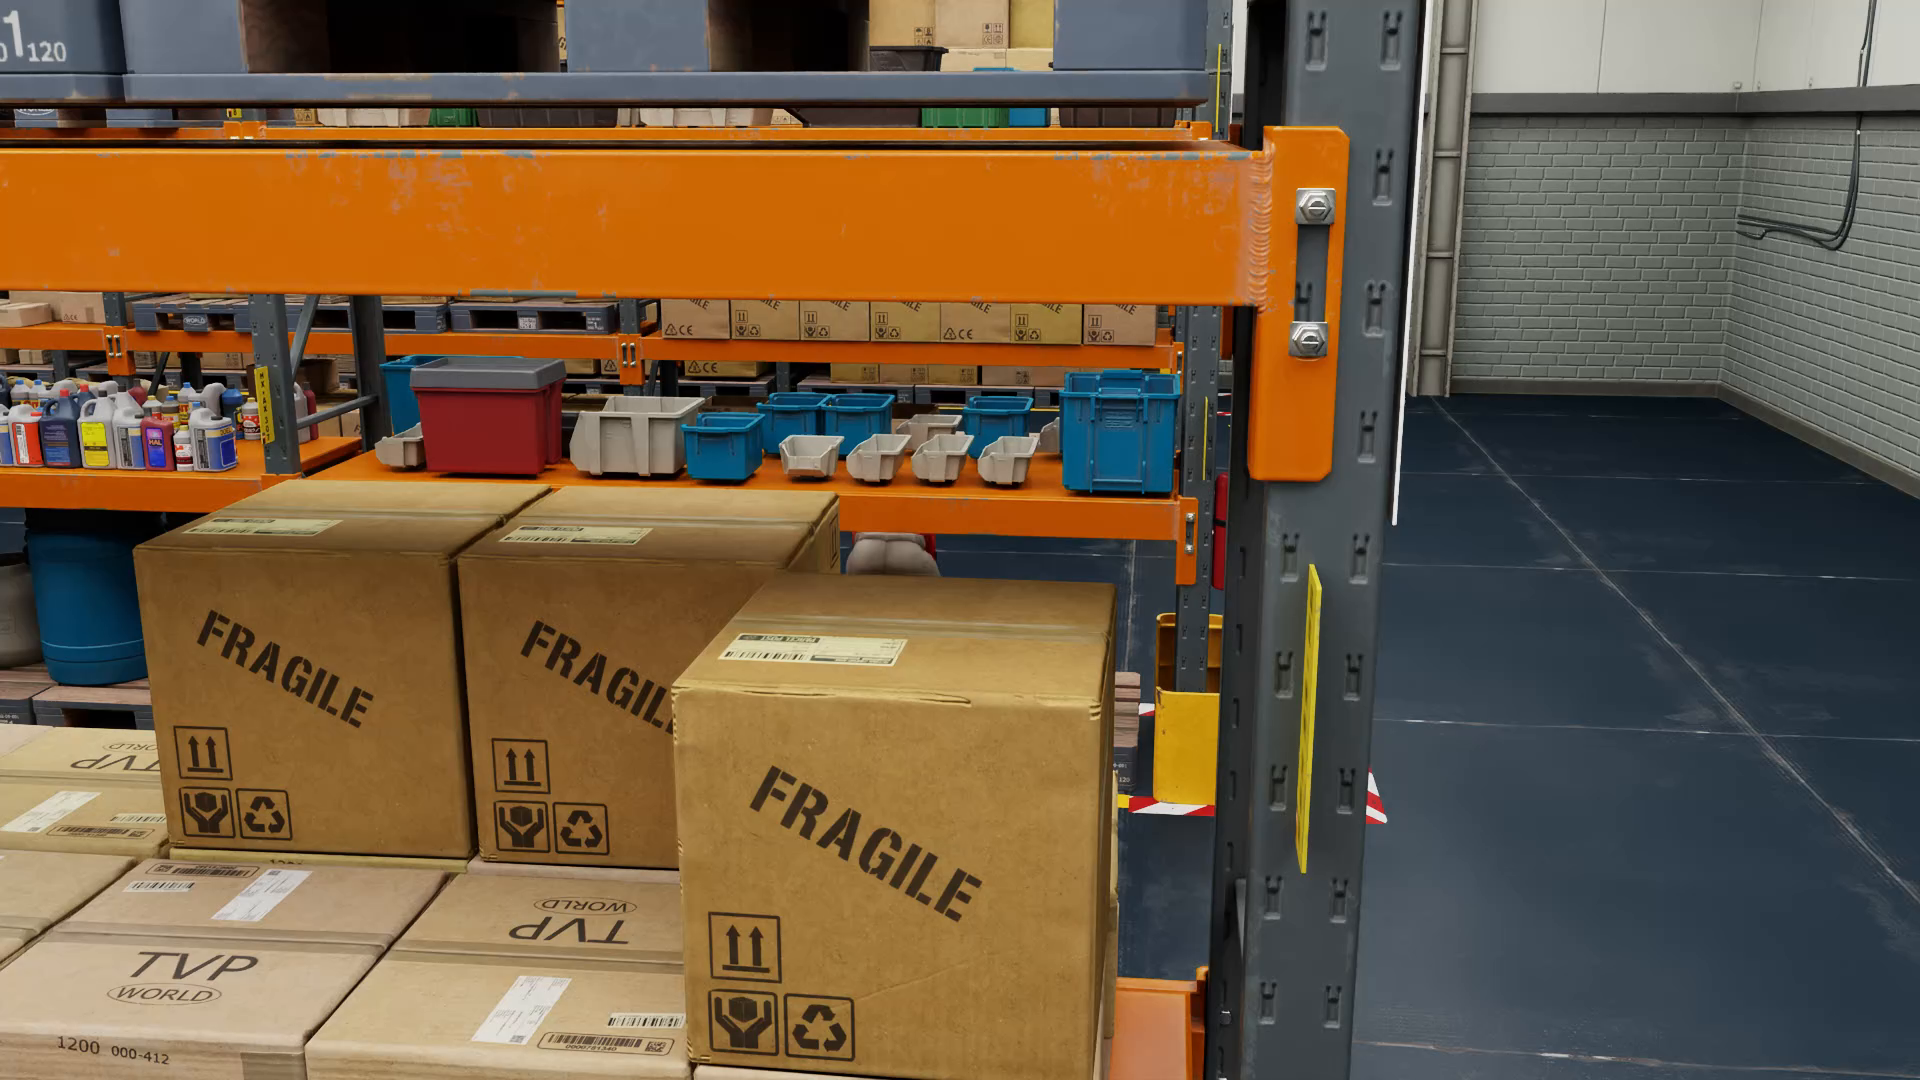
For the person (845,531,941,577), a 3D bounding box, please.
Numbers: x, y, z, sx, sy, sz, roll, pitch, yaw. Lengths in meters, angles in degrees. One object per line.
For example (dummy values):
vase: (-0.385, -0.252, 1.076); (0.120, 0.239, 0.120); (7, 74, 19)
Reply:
person: (-0.368, 0.211, 9.128); (0.537, 0.826, 0.955); (1, 14, 5)
